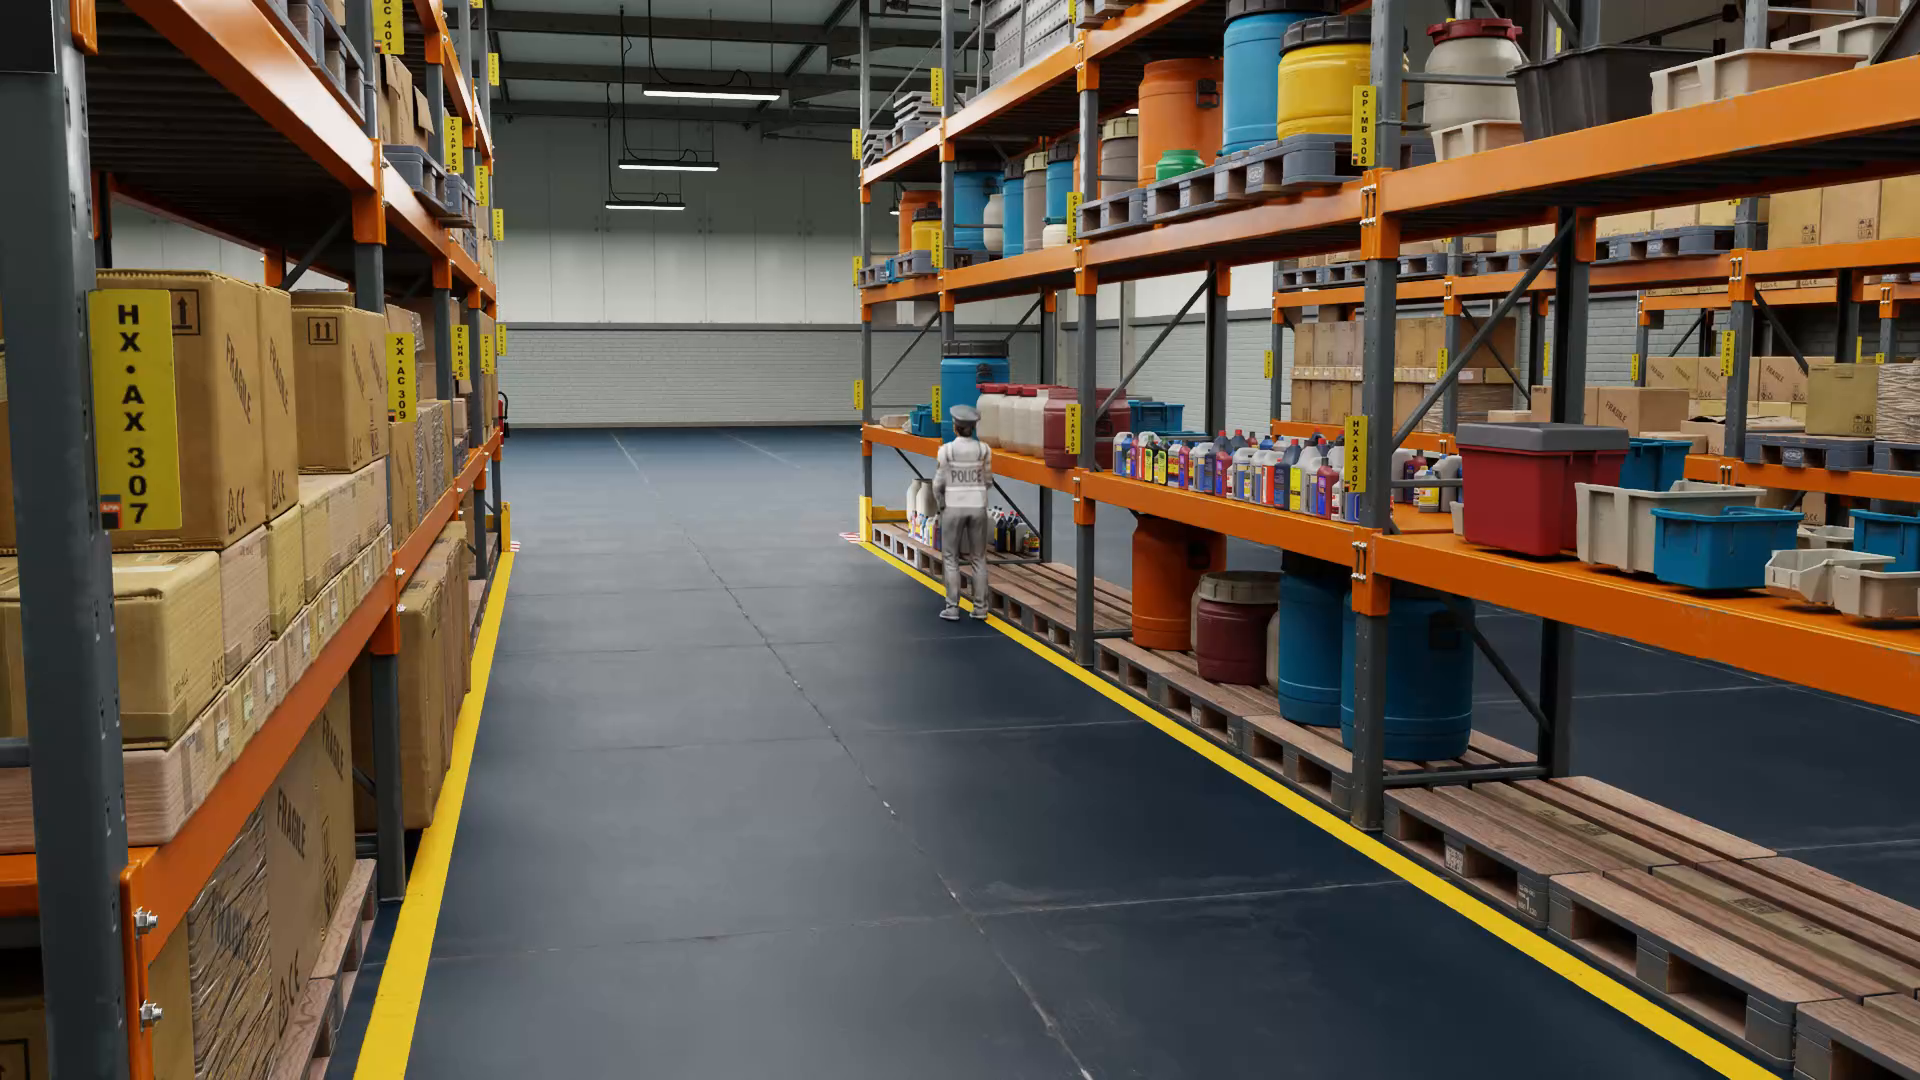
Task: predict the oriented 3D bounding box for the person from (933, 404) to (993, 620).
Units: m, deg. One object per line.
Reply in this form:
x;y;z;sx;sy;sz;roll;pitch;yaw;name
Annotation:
0.016;-0.224;13.087;0.474;1.691;0.540;-2;6;-14;person
